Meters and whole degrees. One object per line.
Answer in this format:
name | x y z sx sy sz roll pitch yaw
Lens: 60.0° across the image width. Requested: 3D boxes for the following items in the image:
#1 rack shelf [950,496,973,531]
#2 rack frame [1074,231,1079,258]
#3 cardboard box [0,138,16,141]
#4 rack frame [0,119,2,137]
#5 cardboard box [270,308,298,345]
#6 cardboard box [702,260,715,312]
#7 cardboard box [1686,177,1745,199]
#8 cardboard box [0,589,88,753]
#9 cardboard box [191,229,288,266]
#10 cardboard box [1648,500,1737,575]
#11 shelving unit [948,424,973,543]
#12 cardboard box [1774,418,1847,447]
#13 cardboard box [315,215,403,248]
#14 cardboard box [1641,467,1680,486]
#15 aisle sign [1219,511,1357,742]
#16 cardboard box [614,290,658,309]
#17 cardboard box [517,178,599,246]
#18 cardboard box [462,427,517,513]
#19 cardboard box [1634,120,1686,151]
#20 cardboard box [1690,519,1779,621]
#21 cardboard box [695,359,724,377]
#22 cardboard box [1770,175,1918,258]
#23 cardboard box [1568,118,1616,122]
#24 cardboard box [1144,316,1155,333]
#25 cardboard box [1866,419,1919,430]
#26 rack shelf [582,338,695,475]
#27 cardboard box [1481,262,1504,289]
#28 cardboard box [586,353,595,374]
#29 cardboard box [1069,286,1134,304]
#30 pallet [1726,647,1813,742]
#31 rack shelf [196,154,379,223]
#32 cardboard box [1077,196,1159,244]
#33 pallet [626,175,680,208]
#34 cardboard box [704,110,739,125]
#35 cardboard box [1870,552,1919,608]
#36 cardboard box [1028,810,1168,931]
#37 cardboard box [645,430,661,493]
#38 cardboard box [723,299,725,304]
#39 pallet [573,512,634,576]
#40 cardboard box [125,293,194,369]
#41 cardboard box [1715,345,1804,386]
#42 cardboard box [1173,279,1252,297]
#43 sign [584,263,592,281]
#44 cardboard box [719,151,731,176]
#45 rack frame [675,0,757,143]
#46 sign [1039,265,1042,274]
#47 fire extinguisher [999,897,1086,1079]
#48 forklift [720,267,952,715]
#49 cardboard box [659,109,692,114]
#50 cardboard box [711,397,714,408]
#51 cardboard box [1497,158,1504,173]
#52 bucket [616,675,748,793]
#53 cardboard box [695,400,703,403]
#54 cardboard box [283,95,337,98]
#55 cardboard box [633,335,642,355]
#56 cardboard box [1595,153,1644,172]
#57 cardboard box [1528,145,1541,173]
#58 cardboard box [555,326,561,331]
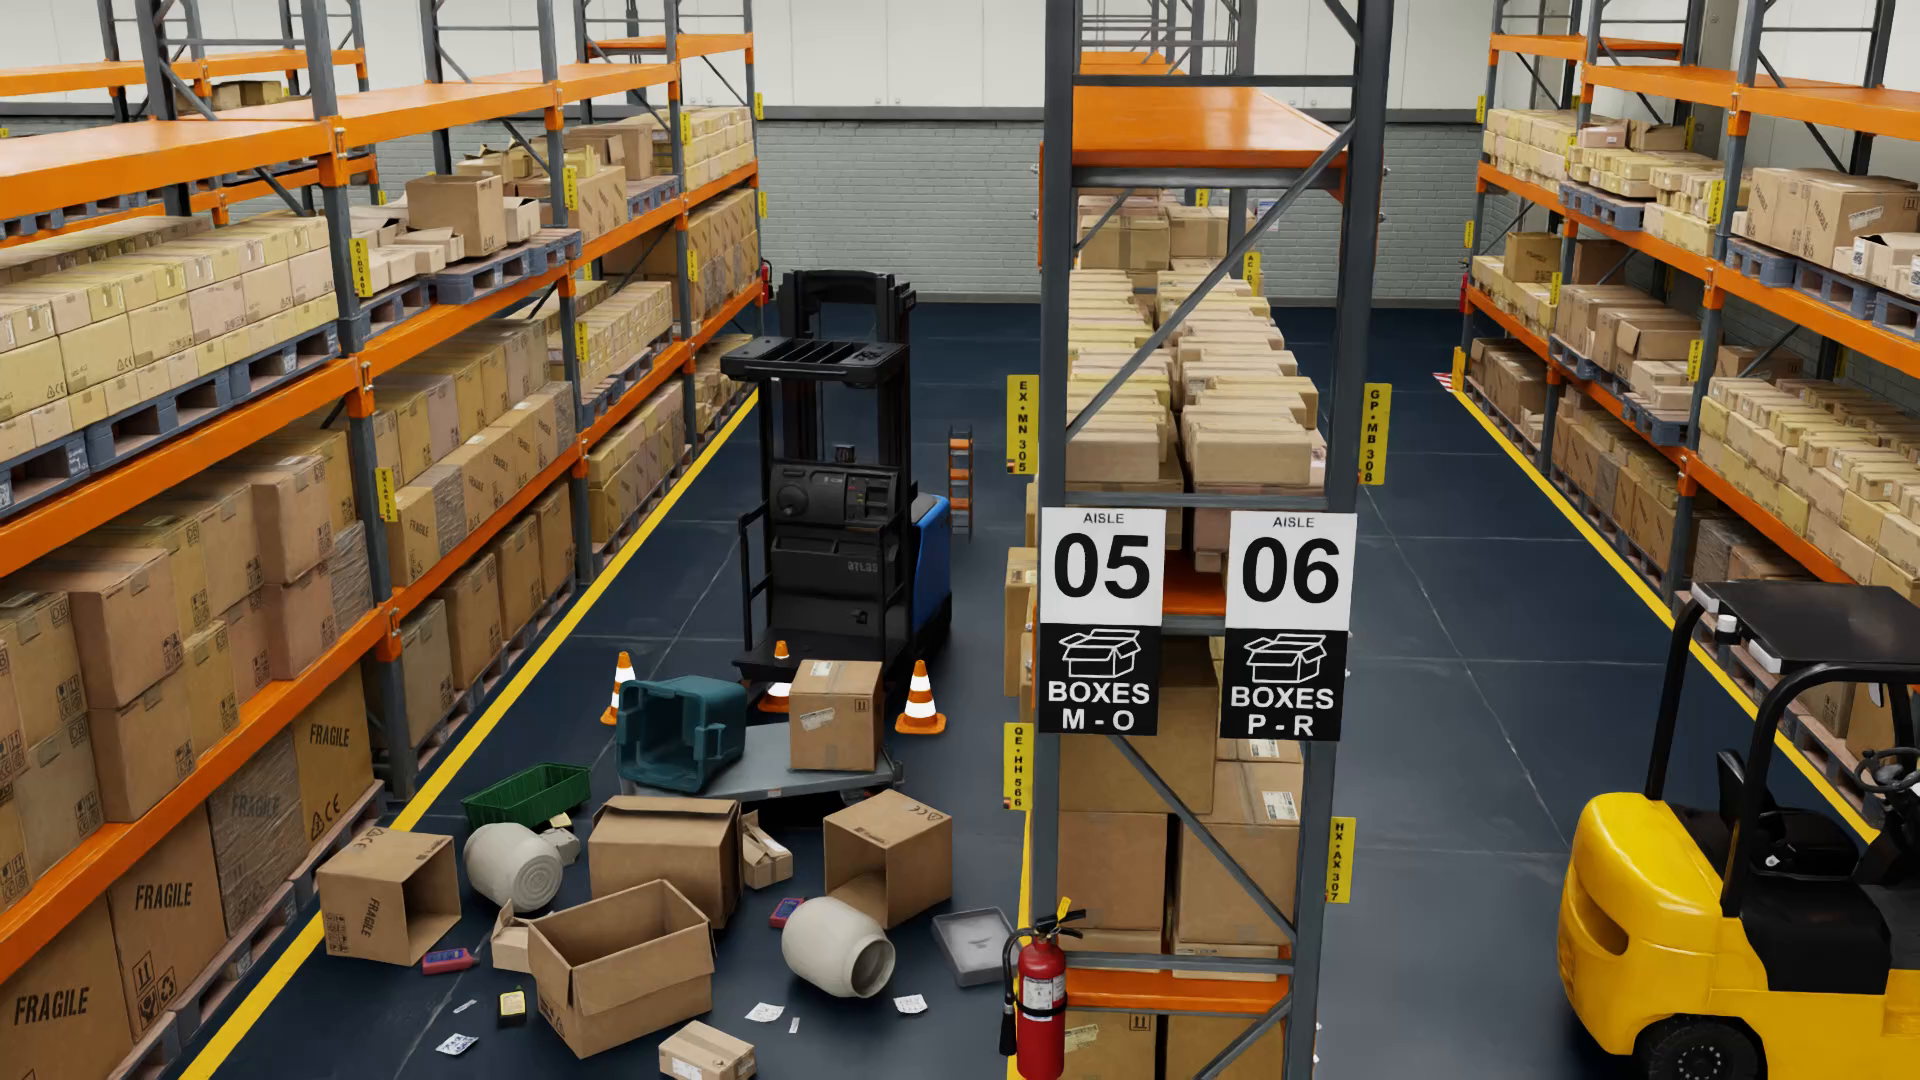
rack shelf | 0.004 -0.241 15.227 0.215 0.259 0.240 1 18 4
rack frame | 1.326 -0.988 13.449 1.000 3.000 0.127 1 18 4
cardboard box | -8.612 -3.343 14.984 0.500 0.500 0.500 2 18 7
rack frame | -12.925 -6.656 21.110 1.000 3.000 0.127 1 18 4
cardboard box | -3.647 -1.099 8.539 0.380 0.149 0.250 2 18 5
cardboard box | -3.017 -2.801 18.342 0.500 0.500 0.500 1 18 4
cardboard box | 6.099 -2.840 13.406 0.380 0.149 0.250 1 18 2
cardboard box | -4.179 0.545 6.793 0.875 0.550 0.550 1 18 4
cardboard box | -3.650 -1.480 8.420 0.380 0.149 0.250 1 18 4
cardboard box | 6.093 -0.027 13.854 0.500 0.500 0.500 2 18 6
shelving unit | 0.004 -0.516 15.137 0.215 1.050 0.252 1 18 4
cardboard box | 5.878 -0.741 11.492 0.380 0.149 0.250 2 18 5
cardboard box | -3.999 -2.005 11.042 0.500 0.311 0.500 1 18 2
cardboard box | 6.111 -0.524 14.330 0.380 0.149 0.250 1 18 2
aisle sign | 1.057 0.287 5.382 0.394 0.787 0.004 1 18 4
cardboard box | -3.205 -2.380 16.470 0.380 0.149 0.250 1 18 2
cardboard box | -3.312 -2.712 13.731 0.500 0.500 0.500 1 18 4
cardboard box | -3.489 -0.500 11.797 0.500 0.500 0.500 2 18 5
cardboard box | 6.624 -3.833 15.739 0.396 0.266 0.258 1 18 4
cardboard box | 6.219 0.244 12.829 0.875 0.625 0.625 2 18 6
cardboard box | -2.963 -2.025 19.560 0.380 0.149 0.250 1 18 4
cardboard box | 6.046 -2.220 11.396 0.700 0.500 0.500 1 18 3
cardboard box | 6.970 -4.476 18.235 0.500 0.250 0.500 1 18 4
cardboard box | 0.707 -0.951 8.280 0.500 0.250 0.500 1 18 3
cardboard box | 6.490 -0.730 11.457 0.380 0.149 0.250 1 18 3
rack shelf | -3.475 -1.347 15.698 1.077 0.370 4.000 1 18 4
cardboard box | 6.513 -3.142 19.785 0.500 0.250 0.500 1 18 5
cardboard box | -3.366 -1.519 14.320 0.380 0.149 0.250 2 18 7
cardboard box | 0.674 -1.177 8.331 0.380 0.149 0.250 1 18 2
pallet | 6.089 1.079 11.618 1.003 0.211 1.213 1 18 4
rack shelf | -8.128 -4.157 19.456 1.077 0.370 4.000 1 18 4
cardboard box | 1.005 -2.038 10.598 0.500 0.250 0.500 2 18 5
pallet | -3.482 -3.457 16.466 1.213 0.211 1.003 1 18 4
cardboard box | -2.820 -4.985 19.626 0.380 0.149 0.250 2 18 5
cardboard box | 5.766 0.272 9.842 0.500 0.250 0.500 2 18 5
cardboard box | 0.517 1.133 6.338 0.500 0.500 0.500 1 18 3
cardboard box | -3.212 -0.768 16.115 0.500 0.500 0.500 1 18 3
cardboard box | -2.969 -2.844 19.517 0.380 0.149 0.250 2 18 5
pallet | -3.561 0.015 14.865 1.003 0.211 1.213 1 18 4
cardboard box | -3.794 -0.940 7.412 0.500 0.250 0.500 1 18 4
cardboard box | 6.470 -1.282 13.511 0.500 0.500 0.500 2 18 7
cardboard box | 1.292 -1.245 8.539 0.380 0.149 0.250 1 18 3
sign | -3.874 -2.731 17.377 0.100 0.325 0.005 1 18 4
cardboard box | -2.910 -4.281 18.922 0.500 0.250 0.500 2 18 6
rack frame | -3.045 -6.403 20.339 1.000 3.000 0.127 1 18 4
sign | 0.485 -1.616 9.083 0.100 0.325 0.005 1 18 4
fire extinguisher | 0.285 1.558 5.801 0.296 0.674 0.183 1 18 4
forklift | -0.944 -0.312 11.496 1.130 2.935 3.031 5 19 14
cardboard box | -3.424 -5.076 19.906 0.380 0.149 0.250 1 18 4
cardboard box | -3.047 -1.586 19.177 0.380 0.149 0.250 1 18 2
cardboard box | 6.447 -4.339 19.262 0.380 0.149 0.250 2 18 5
bucket | -1.615 1.102 9.886 0.726 0.611 0.620 8 10 23
cardboard box | -3.058 -1.482 18.382 0.380 0.149 0.250 1 18 4
cardboard box | -7.969 -5.252 20.647 0.700 0.500 0.500 0 18 1
cardboard box | -3.253 -1.858 15.831 0.380 0.149 0.250 2 18 6
cardboard box | 6.104 -3.490 15.356 0.380 0.149 0.250 1 18 3
cardboard box | 6.424 -4.093 17.868 0.500 0.250 0.500 2 18 5
cardboard box | -3.929 -1.934 15.585 0.380 0.149 0.250 1 18 3
